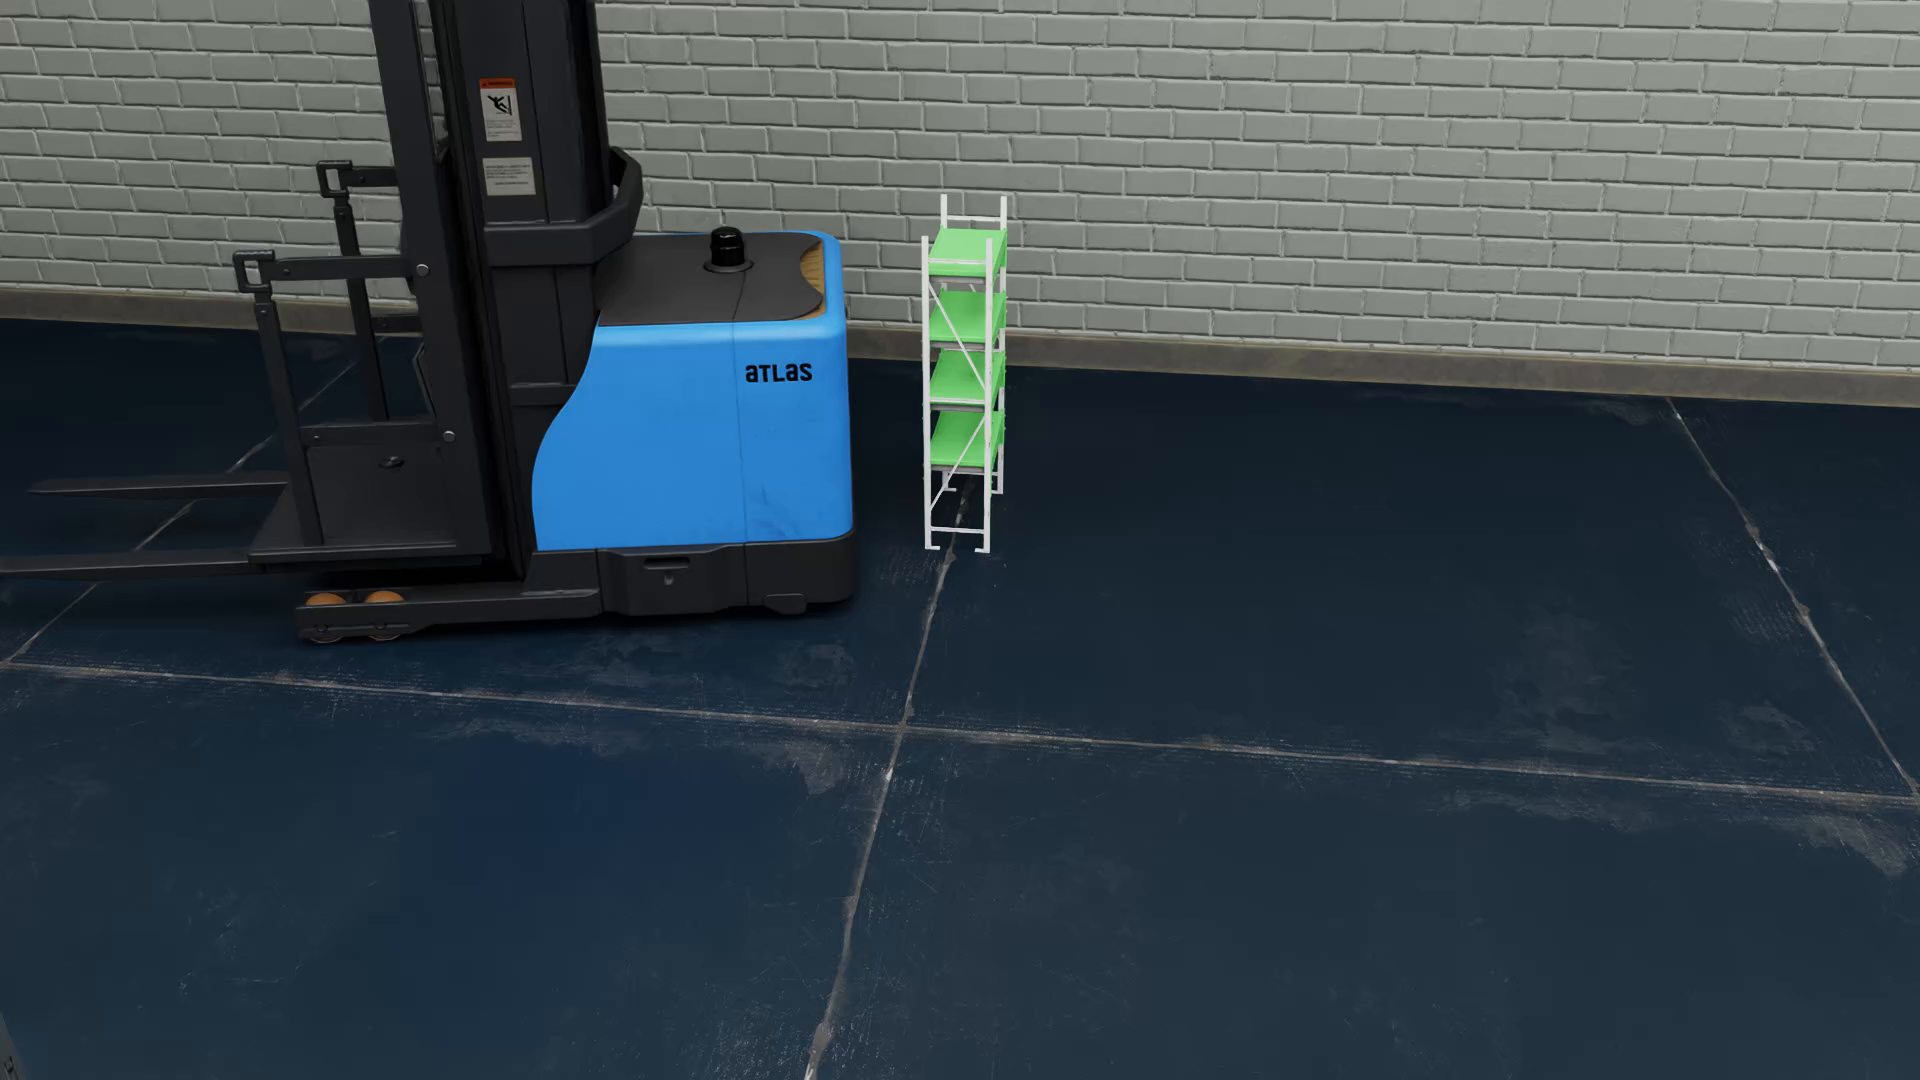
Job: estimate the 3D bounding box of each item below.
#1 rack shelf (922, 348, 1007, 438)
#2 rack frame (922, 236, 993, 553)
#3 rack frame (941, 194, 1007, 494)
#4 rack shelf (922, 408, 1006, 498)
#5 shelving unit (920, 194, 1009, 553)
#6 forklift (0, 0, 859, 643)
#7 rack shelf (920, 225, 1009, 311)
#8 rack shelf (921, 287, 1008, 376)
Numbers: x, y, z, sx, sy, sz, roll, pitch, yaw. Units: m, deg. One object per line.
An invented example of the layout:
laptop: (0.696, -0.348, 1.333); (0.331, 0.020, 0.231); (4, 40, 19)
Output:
rack shelf: (0.020, -0.550, 6.140); (0.258, 0.148, 0.480); (3, 28, 6)
rack frame: (-0.010, -0.491, 5.897); (0.240, 1.200, 0.015); (3, 28, 6)
rack frame: (0.050, -0.721, 6.323); (0.240, 1.200, 0.015); (3, 28, 6)
rack shelf: (0.020, -0.339, 6.254); (0.258, 0.148, 0.480); (3, 28, 6)
shelving unit: (0.020, -0.606, 6.110); (0.258, 1.200, 0.503); (3, 28, 6)
forklift: (-1.899, -1.204, 5.394); (3.031, 2.935, 1.130); (-2, 28, -4)
rack shelf: (0.020, -0.972, 5.913); (0.258, 0.148, 0.480); (3, 28, 6)
rack shelf: (0.020, -0.761, 6.027); (0.258, 0.148, 0.480); (3, 28, 6)
